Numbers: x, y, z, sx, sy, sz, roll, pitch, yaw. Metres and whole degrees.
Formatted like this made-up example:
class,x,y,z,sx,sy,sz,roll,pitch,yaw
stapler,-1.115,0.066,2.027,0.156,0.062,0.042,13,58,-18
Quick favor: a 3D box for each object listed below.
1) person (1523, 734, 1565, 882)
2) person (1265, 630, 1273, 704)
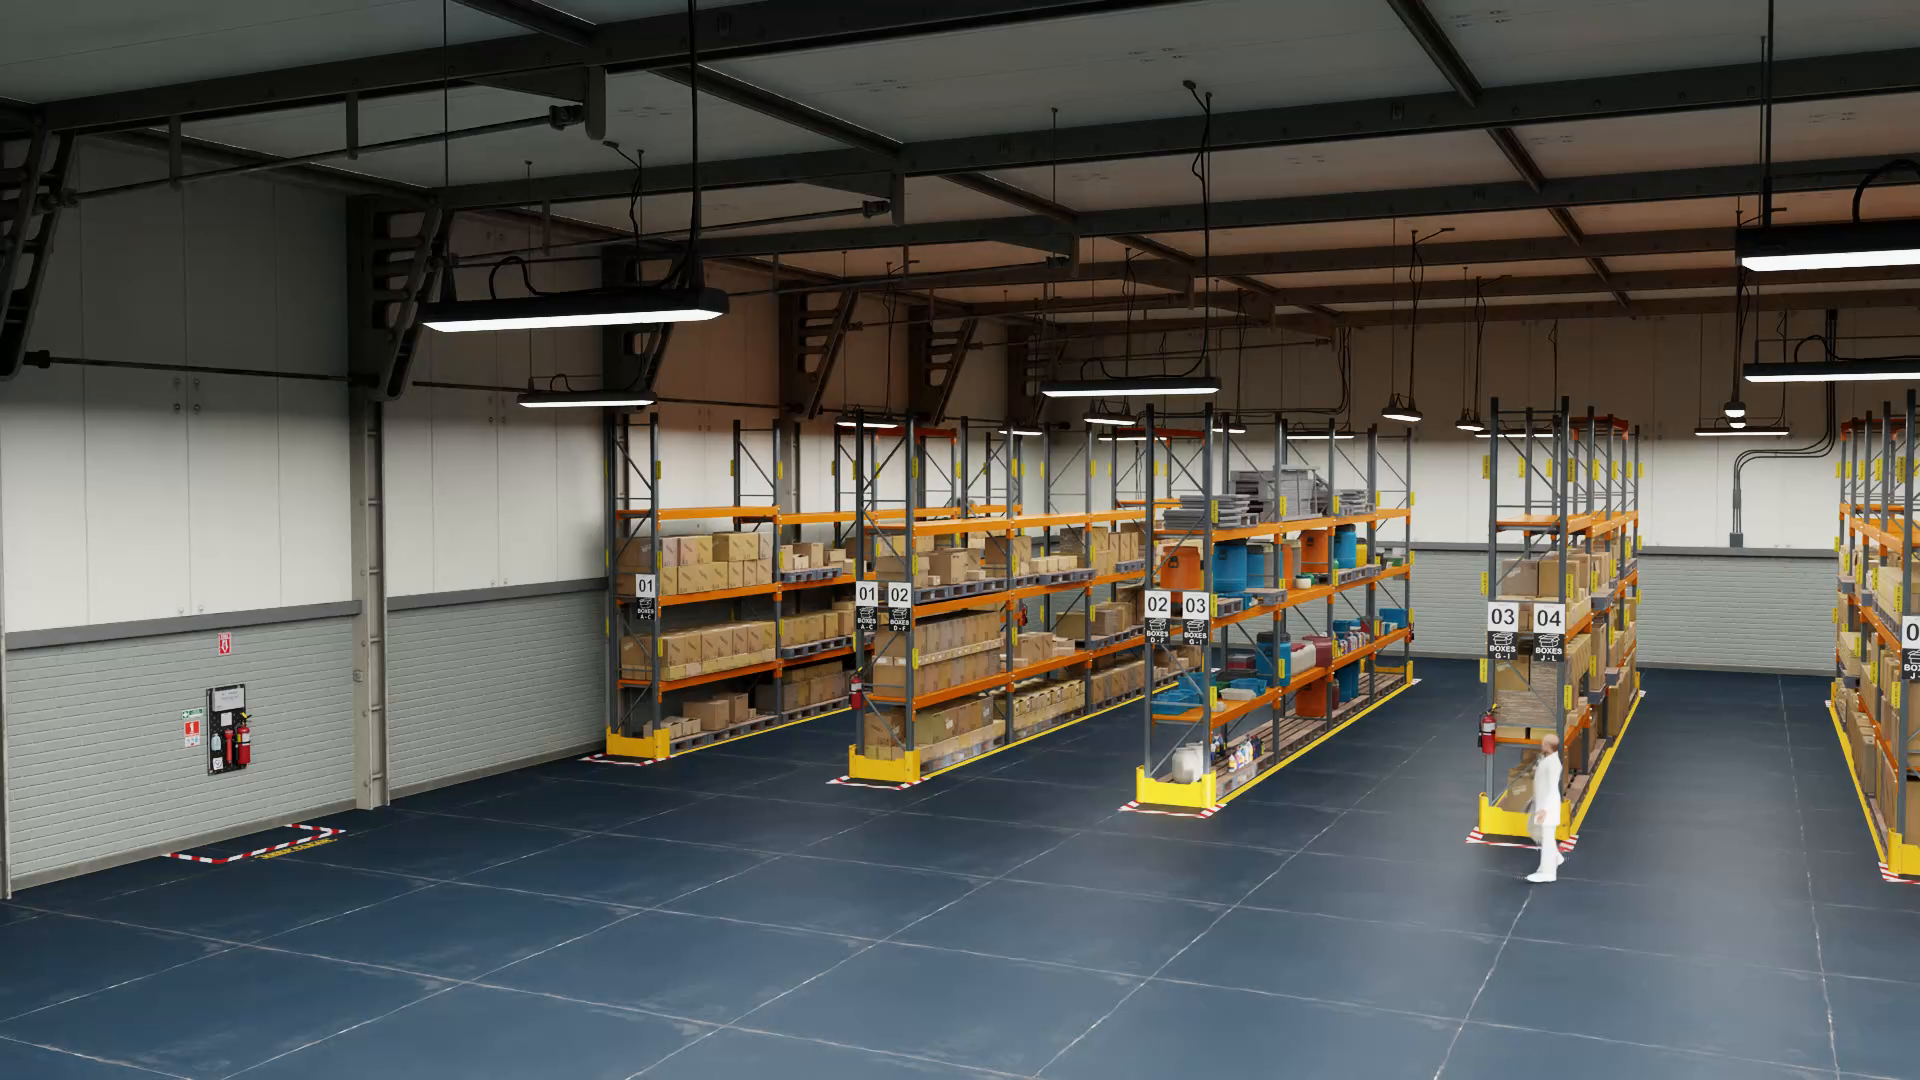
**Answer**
class,x,y,z,sx,sy,sz,roll,pitch,yaw
person,7.157,3.244,20.337,0.567,1.778,0.663,0,2,1
person,6.525,2.726,35.568,0.484,1.604,0.435,0,2,-1
